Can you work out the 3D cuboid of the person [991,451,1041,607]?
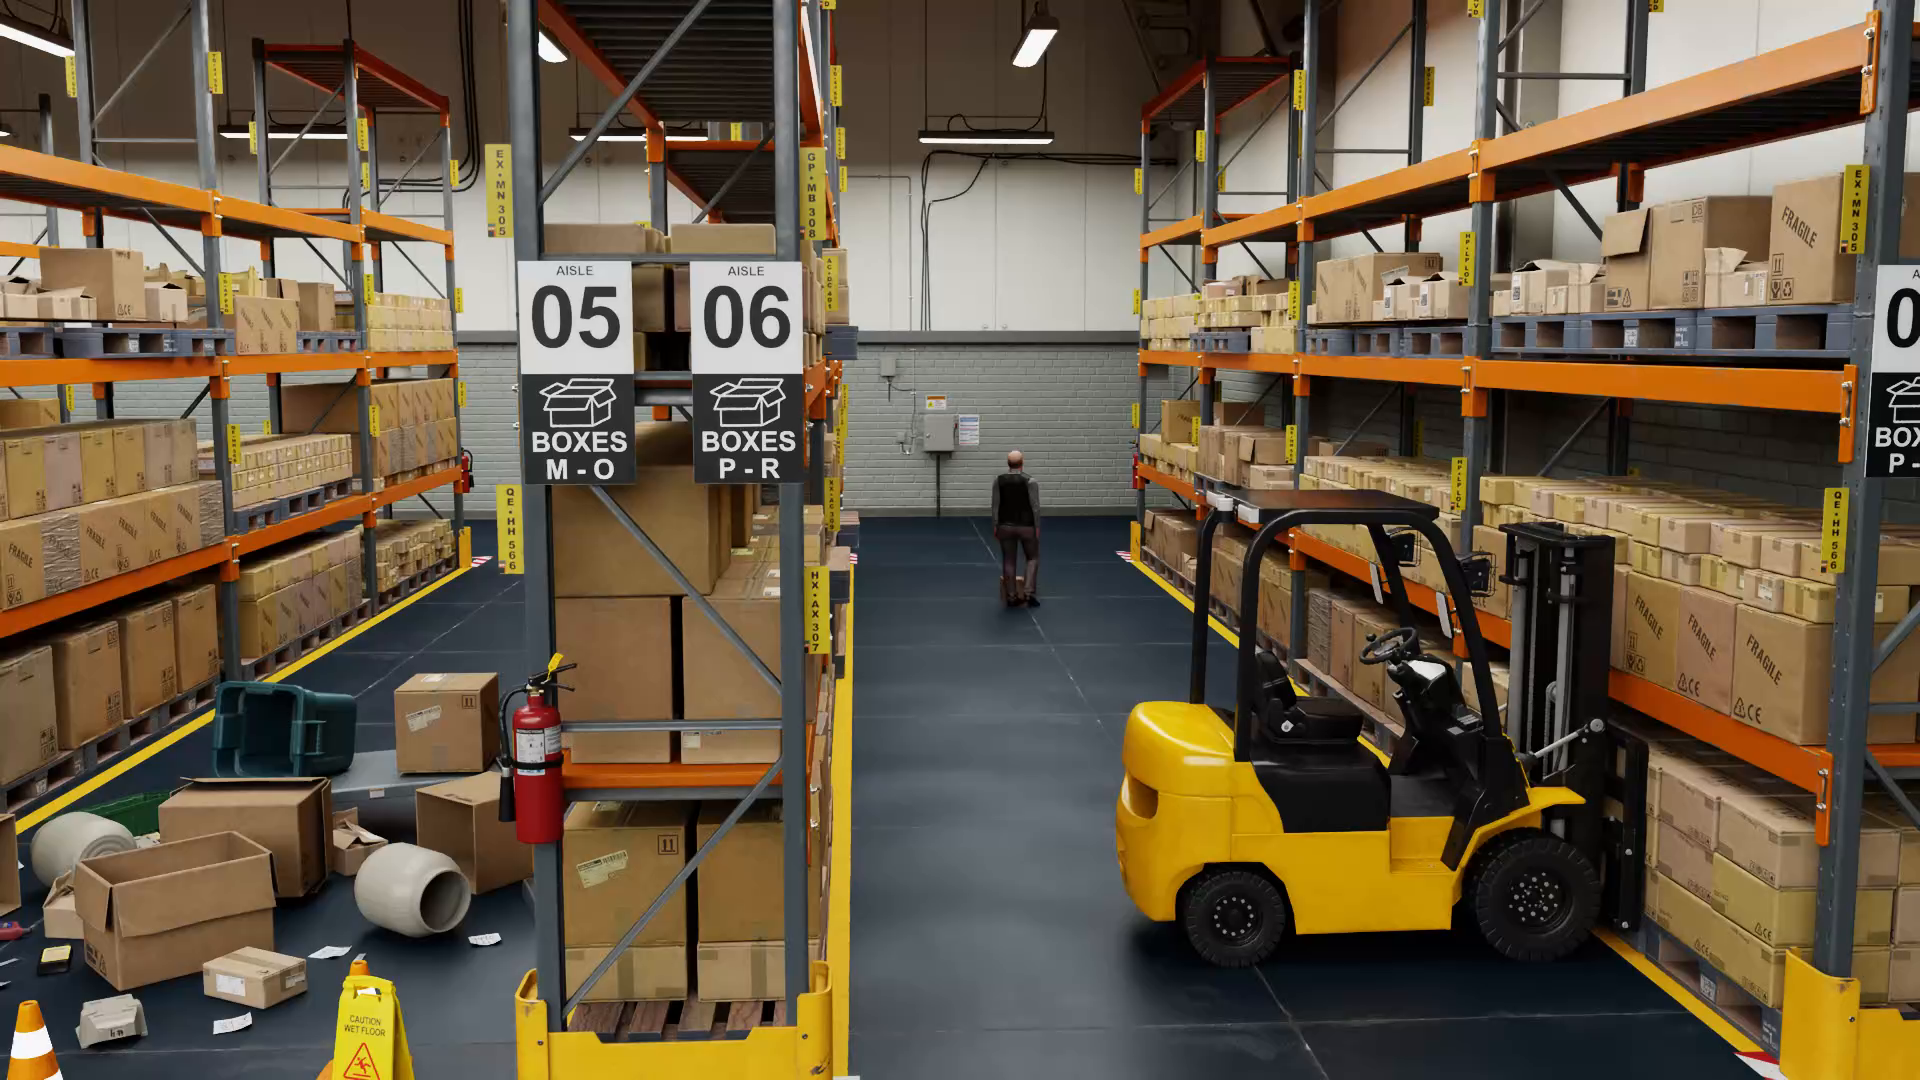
[{"bbox_3d":[0.628,-0.116,18.373,0.545,1.750,0.394,2,7,14],"label":"person"}]
